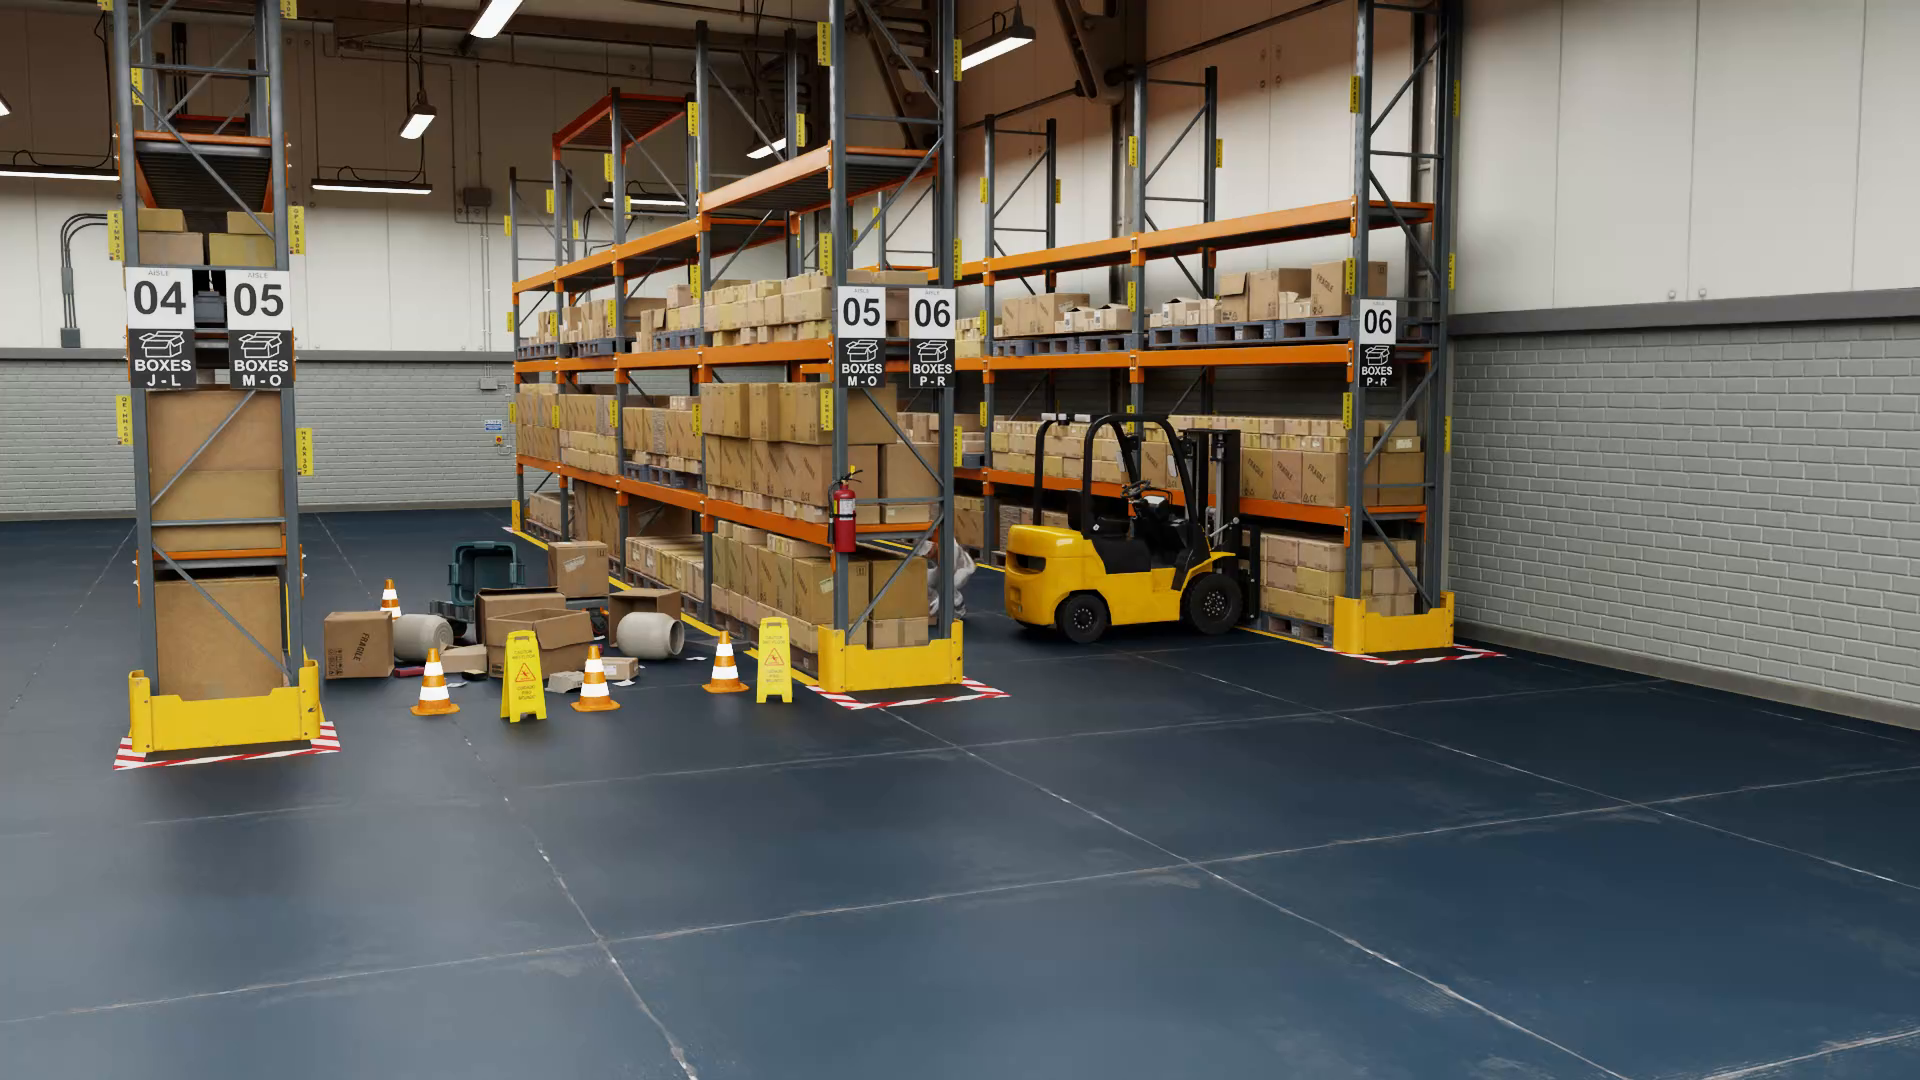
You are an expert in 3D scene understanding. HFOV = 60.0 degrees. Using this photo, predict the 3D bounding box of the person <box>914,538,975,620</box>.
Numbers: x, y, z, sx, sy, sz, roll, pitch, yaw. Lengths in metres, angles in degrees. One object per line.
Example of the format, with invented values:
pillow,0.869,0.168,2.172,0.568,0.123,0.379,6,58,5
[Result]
person,-0.185,0.363,17.189,0.571,0.956,0.881,4,7,37
